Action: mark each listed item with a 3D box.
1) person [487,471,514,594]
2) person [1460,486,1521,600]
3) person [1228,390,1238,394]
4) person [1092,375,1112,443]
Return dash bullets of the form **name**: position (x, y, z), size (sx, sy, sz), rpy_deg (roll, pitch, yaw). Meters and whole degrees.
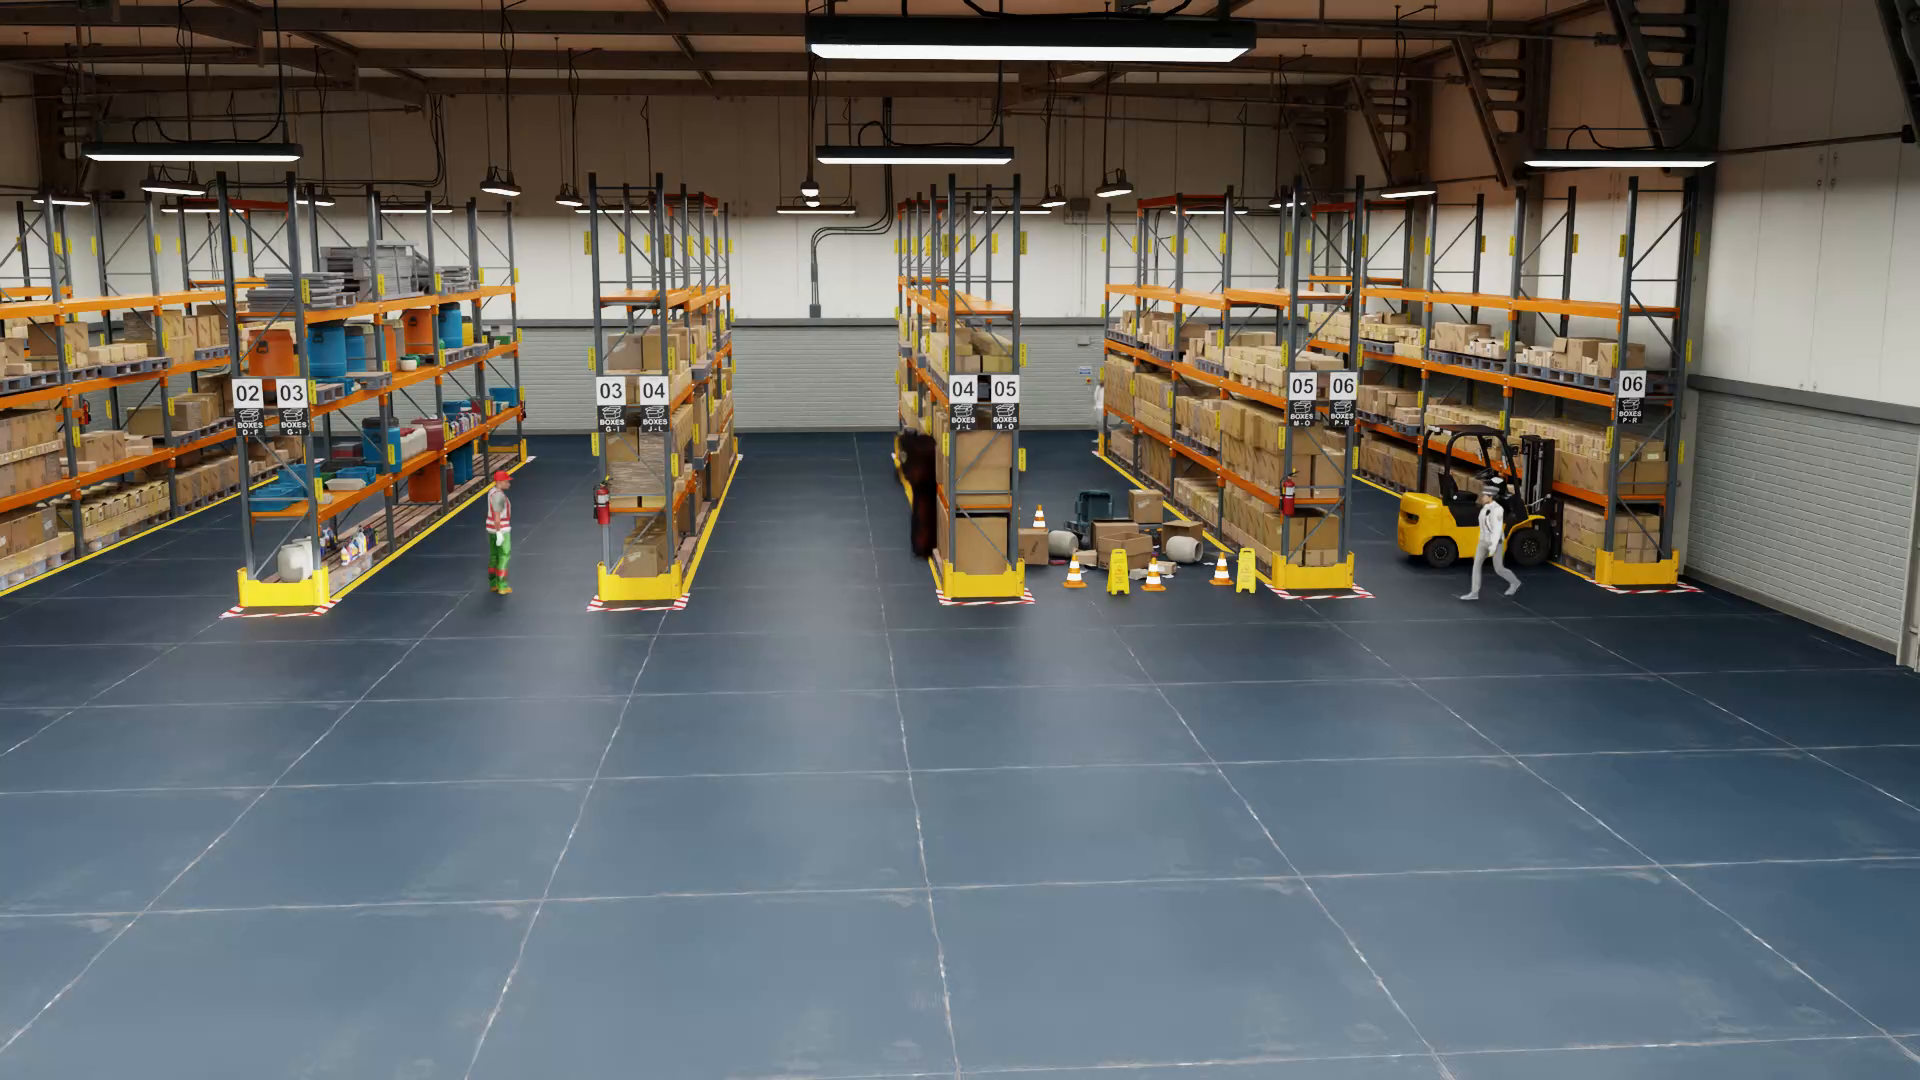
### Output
- **person**: position (-6.677, -0.124, 24.219), size (0.389, 1.794, 0.566), rpy_deg (-7, 12, -36)
- **person**: position (7.605, 0.040, 23.712), size (0.882, 1.635, 0.451), rpy_deg (-5, 11, -25)
- **person**: position (6.877, -3.237, 42.343), size (0.429, 1.589, 0.417), rpy_deg (-1, 10, -7)
- **person**: position (3.682, -3.362, 42.580), size (0.579, 1.771, 0.526), rpy_deg (-1, 10, -7)
